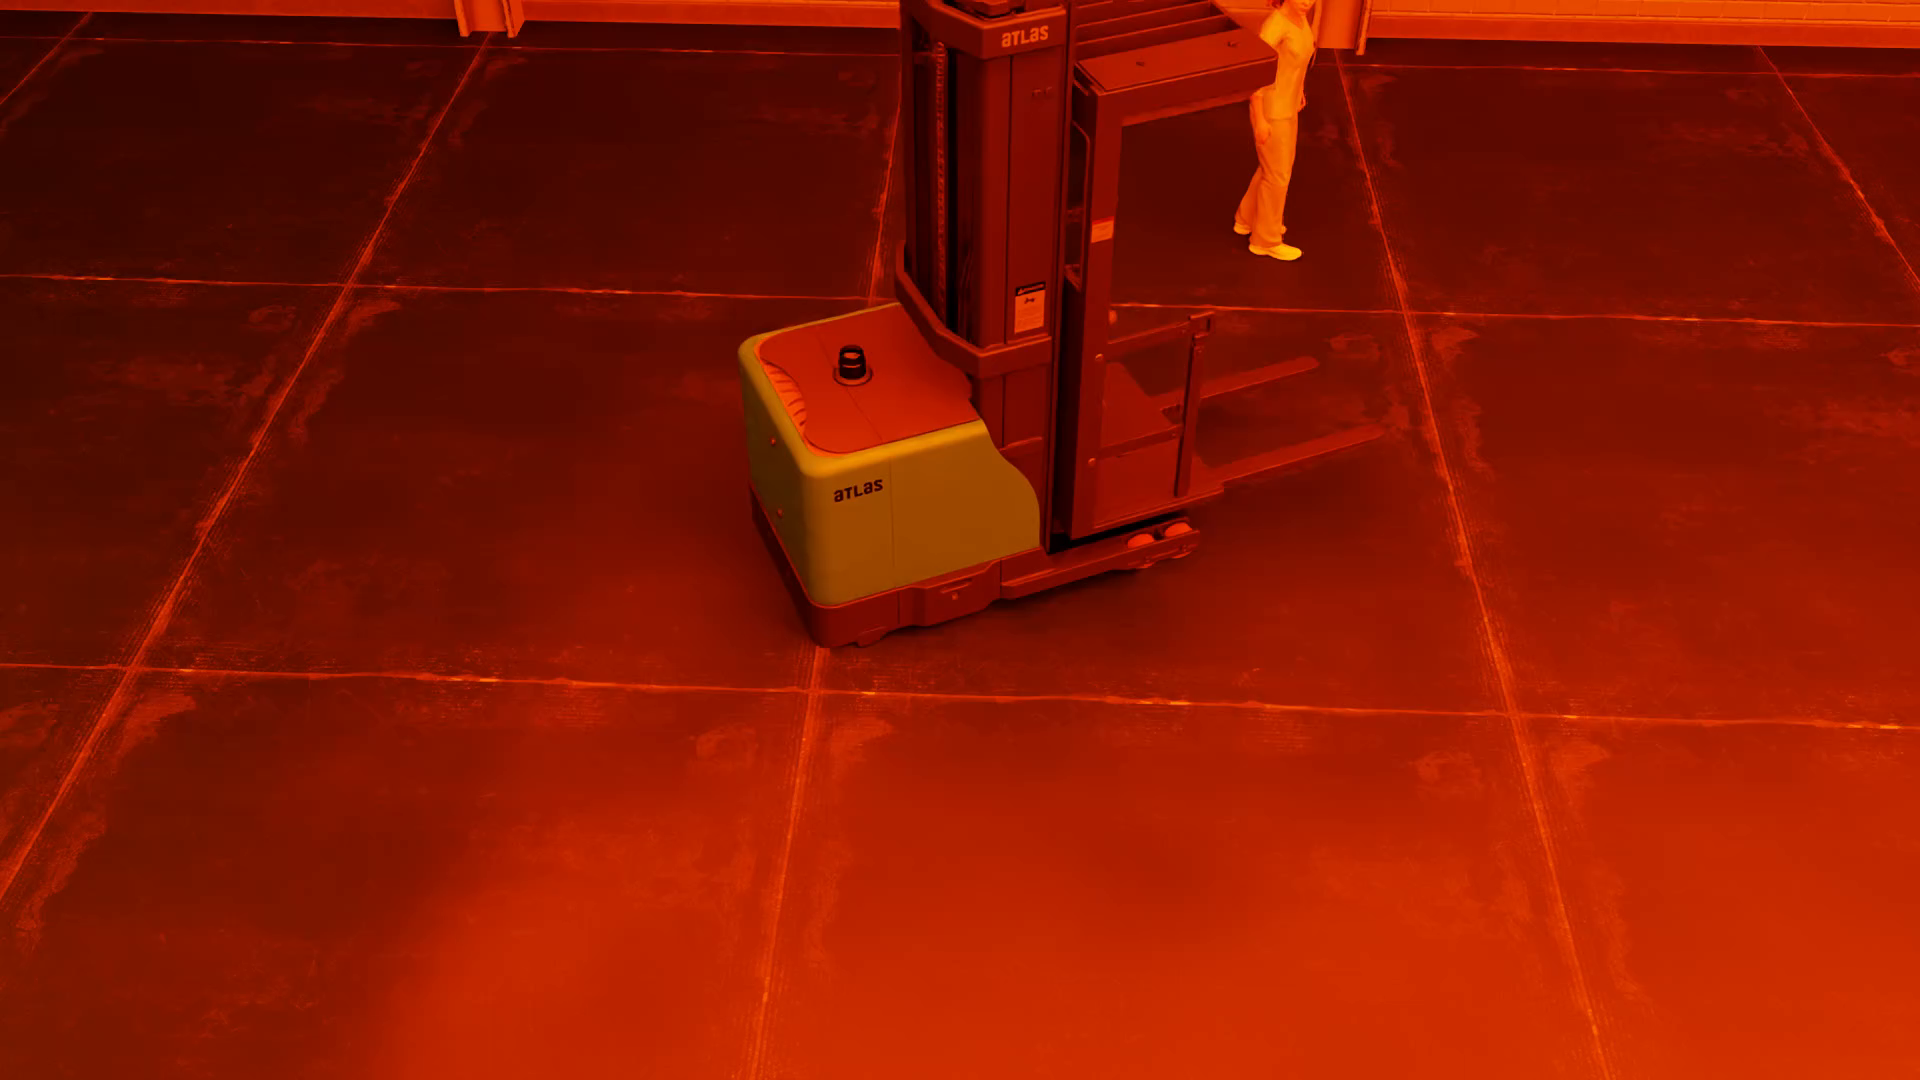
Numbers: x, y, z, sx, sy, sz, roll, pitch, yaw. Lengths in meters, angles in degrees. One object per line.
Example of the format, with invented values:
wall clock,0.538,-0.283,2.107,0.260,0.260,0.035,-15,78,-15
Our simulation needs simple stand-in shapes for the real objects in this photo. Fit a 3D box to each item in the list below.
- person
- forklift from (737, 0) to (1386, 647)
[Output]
person,1.829,-2.388,9.298,0.457,1.664,0.621,17,45,18
forklift,0.573,-1.260,7.122,3.031,2.935,1.130,-16,45,-17
